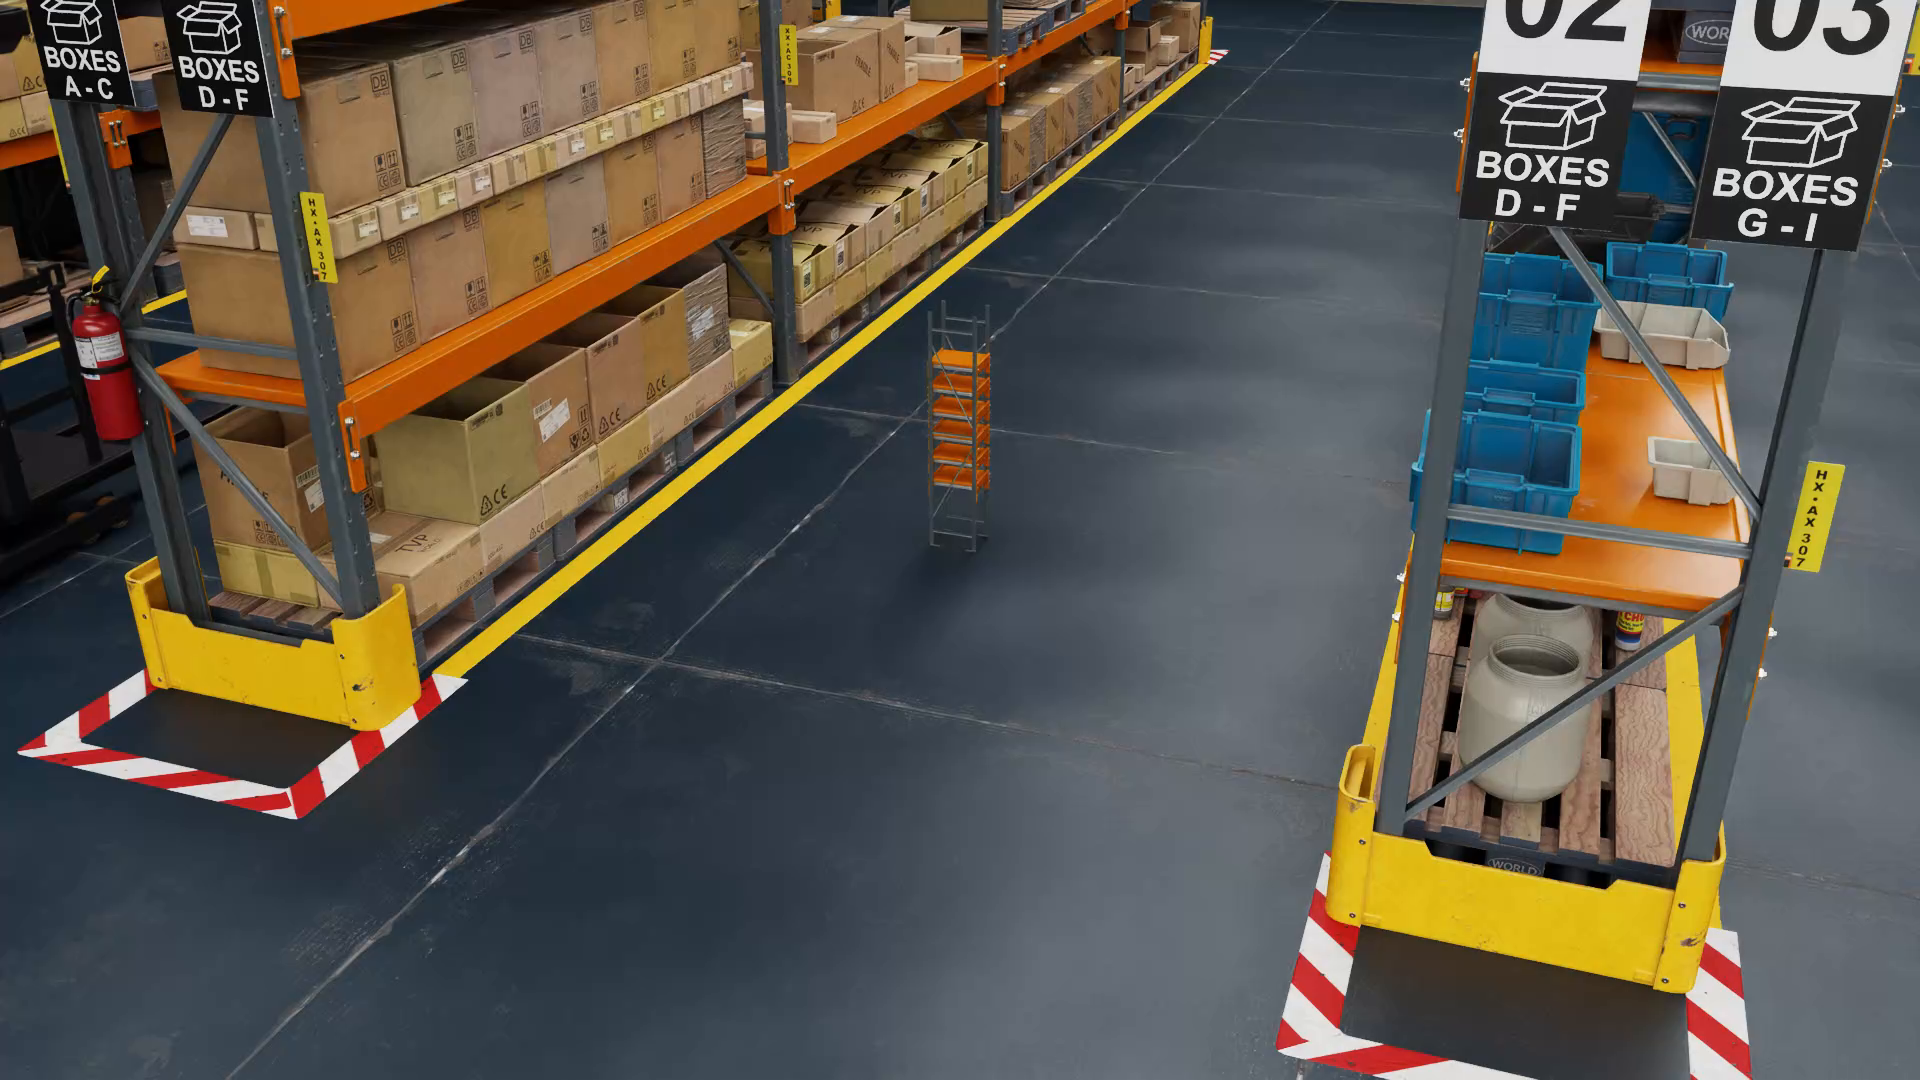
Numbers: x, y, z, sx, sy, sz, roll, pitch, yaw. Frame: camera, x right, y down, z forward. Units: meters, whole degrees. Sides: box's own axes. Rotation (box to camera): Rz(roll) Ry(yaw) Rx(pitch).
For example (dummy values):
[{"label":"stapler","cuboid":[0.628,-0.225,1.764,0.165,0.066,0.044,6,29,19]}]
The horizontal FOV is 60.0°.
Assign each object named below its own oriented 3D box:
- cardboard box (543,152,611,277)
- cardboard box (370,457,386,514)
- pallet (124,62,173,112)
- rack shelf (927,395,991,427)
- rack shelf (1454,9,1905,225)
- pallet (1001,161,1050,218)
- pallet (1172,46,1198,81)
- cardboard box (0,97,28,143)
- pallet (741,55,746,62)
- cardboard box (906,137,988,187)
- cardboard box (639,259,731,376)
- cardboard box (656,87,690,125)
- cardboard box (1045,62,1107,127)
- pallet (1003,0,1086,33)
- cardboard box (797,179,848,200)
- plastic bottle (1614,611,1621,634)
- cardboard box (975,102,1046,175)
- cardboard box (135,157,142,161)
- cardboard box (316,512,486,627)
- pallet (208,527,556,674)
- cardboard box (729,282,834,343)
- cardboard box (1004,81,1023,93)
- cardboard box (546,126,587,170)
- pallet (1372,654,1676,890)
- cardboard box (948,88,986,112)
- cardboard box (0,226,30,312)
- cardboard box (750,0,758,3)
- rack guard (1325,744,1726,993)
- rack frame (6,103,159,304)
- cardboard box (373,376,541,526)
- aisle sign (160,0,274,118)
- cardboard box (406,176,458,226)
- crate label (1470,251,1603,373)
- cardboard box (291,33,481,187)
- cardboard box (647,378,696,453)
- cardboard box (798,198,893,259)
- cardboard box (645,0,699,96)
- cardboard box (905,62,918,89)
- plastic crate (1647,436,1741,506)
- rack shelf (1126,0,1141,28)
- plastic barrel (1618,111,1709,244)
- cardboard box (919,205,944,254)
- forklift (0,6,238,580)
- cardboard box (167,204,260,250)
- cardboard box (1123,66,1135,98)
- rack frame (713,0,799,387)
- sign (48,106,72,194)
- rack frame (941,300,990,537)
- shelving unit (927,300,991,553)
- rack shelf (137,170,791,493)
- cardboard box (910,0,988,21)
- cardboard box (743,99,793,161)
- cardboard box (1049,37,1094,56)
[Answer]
[{"label":"cardboard box","cuboid":[-2.139,-1.612,8.022,0.700,0.500,0.500,10,27,19]},{"label":"cardboard box","cuboid":[-2.764,-0.162,7.816,0.500,0.250,0.500,9,27,17]},{"label":"pallet","cuboid":[-5.769,-3.308,11.859,1.003,0.211,1.213,9,27,17]},{"label":"rack shelf","cuboid":[-0.005,-0.602,7.943,0.258,0.103,0.180,9,27,17]},{"label":"rack shelf","cuboid":[2.516,-1.869,6.051,1.077,0.370,4.000,9,27,17]},{"label":"pallet","cuboid":[0.127,-3.074,14.357,1.003,0.211,1.213,9,27,17]},{"label":"pallet","cuboid":[2.215,-5.701,19.783,1.003,0.211,1.213,9,27,17]},{"label":"cardboard box","cuboid":[-6.206,-2.600,10.327,0.500,0.250,0.500,9,27,18]},{"label":"pallet","cuboid":[-3.172,-5.435,19.232,1.003,0.211,1.213,9,27,17]},{"label":"cardboard box","cuboid":[-0.099,-2.981,12.994,0.500,0.311,0.500,9,27,19]},{"label":"cardboard box","cuboid":[-1.614,-1.247,9.196,0.500,0.500,0.500,9,27,17]},{"label":"cardboard box","cuboid":[-1.632,-2.261,8.618,0.380,0.149,0.250,9,27,17]},{"label":"cardboard box","cuboid":[1.108,-4.298,16.049,0.500,0.500,0.500,9,27,18]},{"label":"pallet","cuboid":[0.486,-4.741,14.821,1.003,0.211,1.213,9,27,17]},{"label":"cardboard box","cuboid":[-1.117,-2.421,11.839,0.500,0.311,0.500,8,27,17]},{"label":"plastic bottle","cuboid":[2.782,0.299,6.897,0.097,0.201,0.097,0,26,0]},{"label":"cardboard box","cuboid":[0.433,-3.462,14.322,0.500,0.500,0.500,8,27,16]},{"label":"cardboard box","cuboid":[-5.807,-2.698,12.745,0.700,0.500,0.500,8,27,16]},{"label":"cardboard box","cuboid":[-2.431,0.120,7.233,0.500,0.250,0.500,9,27,17]},{"label":"pallet","cuboid":[-2.604,0.194,7.606,1.003,0.211,1.213,9,27,17]},{"label":"cardboard box","cuboid":[-1.120,-1.465,10.508,0.500,0.250,0.500,8,27,16]},{"label":"cardboard box","cuboid":[0.274,-3.948,15.326,0.500,0.500,0.500,8,27,15]},{"label":"cardboard box","cuboid":[-1.973,-1.839,7.747,0.380,0.149,0.250,9,27,18]},{"label":"pallet","cuboid":[2.107,0.864,6.224,1.003,0.211,1.213,9,27,17]},{"label":"cardboard box","cuboid":[-0.052,-3.880,14.325,0.500,0.250,0.500,10,28,19]},{"label":"cardboard box","cuboid":[-6.468,-1.741,10.768,0.500,0.500,0.500,7,27,14]},{"label":"cardboard box","cuboid":[-2.639,-6.382,20.375,0.700,0.500,0.500,8,27,16]},{"label":"rack guard","cuboid":[1.832,1.067,5.473,1.175,0.500,0.348,9,27,17]},{"label":"rack frame","cuboid":[-6.161,-3.101,11.212,1.000,3.000,0.127,9,27,17]},{"label":"cardboard box","cuboid":[-2.266,-0.423,7.495,0.500,0.500,0.500,9,27,17]},{"label":"aisle sign","cuboid":[-2.552,-1.839,5.623,0.394,0.787,0.004,9,27,17]},{"label":"cardboard box","cuboid":[-2.316,-1.418,6.878,0.380,0.149,0.250,9,27,18]},{"label":"crate label","cuboid":[2.208,-0.832,6.486,0.502,0.435,0.616,9,27,17]},{"label":"cardboard box","cuboid":[-2.464,-1.798,6.918,0.700,0.500,0.500,8,27,16]},{"label":"cardboard box","cuboid":[-1.765,-0.702,8.930,0.500,0.250,0.500,9,27,17]},{"label":"cardboard box","cuboid":[-0.773,-2.139,11.256,0.500,0.311,0.500,8,27,16]},{"label":"cardboard box","cuboid":[-1.797,-2.622,8.620,0.700,0.500,0.500,9,27,17]},{"label":"cardboard box","cuboid":[-0.528,-3.383,12.082,0.380,0.149,0.250,11,28,21]},{"label":"plastic crate","cuboid":[2.452,-0.223,5.571,0.298,0.136,0.250,9,27,17]},{"label":"rack shelf","cuboid":[1.840,-6.170,18.376,1.077,0.370,4.000,9,27,17]},{"label":"plastic barrel","cuboid":[3.596,-2.005,8.373,0.600,0.901,0.708,9,27,17]},{"label":"cardboard box","cuboid":[-0.440,-2.309,12.250,0.500,0.250,0.500,9,27,19]},{"label":"forklift","cuboid":[-4.823,-1.341,7.656,1.130,2.935,3.031,8,27,16]},{"label":"cardboard box","cuboid":[-2.872,-1.262,6.555,0.380,0.149,0.250,8,27,17]},{"label":"cardboard box","cuboid":[1.518,-4.801,17.303,0.500,0.311,0.500,9,27,17]},{"label":"rack frame","cuboid":[-1.488,-2.384,9.732,1.000,3.000,0.127,9,27,17]},{"label":"sign","cuboid":[-3.326,-1.452,6.207,0.100,0.325,0.005,9,27,17]},{"label":"rack frame","cuboid":[0.026,-0.572,8.054,0.240,1.200,0.006,9,27,17]},{"label":"shelving unit","cuboid":[-0.005,-0.534,7.976,0.258,1.200,0.189,9,27,17]},{"label":"rack shelf","cuboid":[-2.154,-1.238,8.191,1.077,0.370,4.000,9,27,17]},{"label":"cardboard box","cuboid":[-0.054,-4.537,13.582,0.700,0.500,0.500,0,26,0]},{"label":"cardboard box","cuboid":[-1.365,-2.525,10.195,0.500,0.250,0.500,11,28,21]},{"label":"cardboard box","cuboid":[1.096,-5.020,17.539,0.500,0.500,0.500,9,27,17]}]
